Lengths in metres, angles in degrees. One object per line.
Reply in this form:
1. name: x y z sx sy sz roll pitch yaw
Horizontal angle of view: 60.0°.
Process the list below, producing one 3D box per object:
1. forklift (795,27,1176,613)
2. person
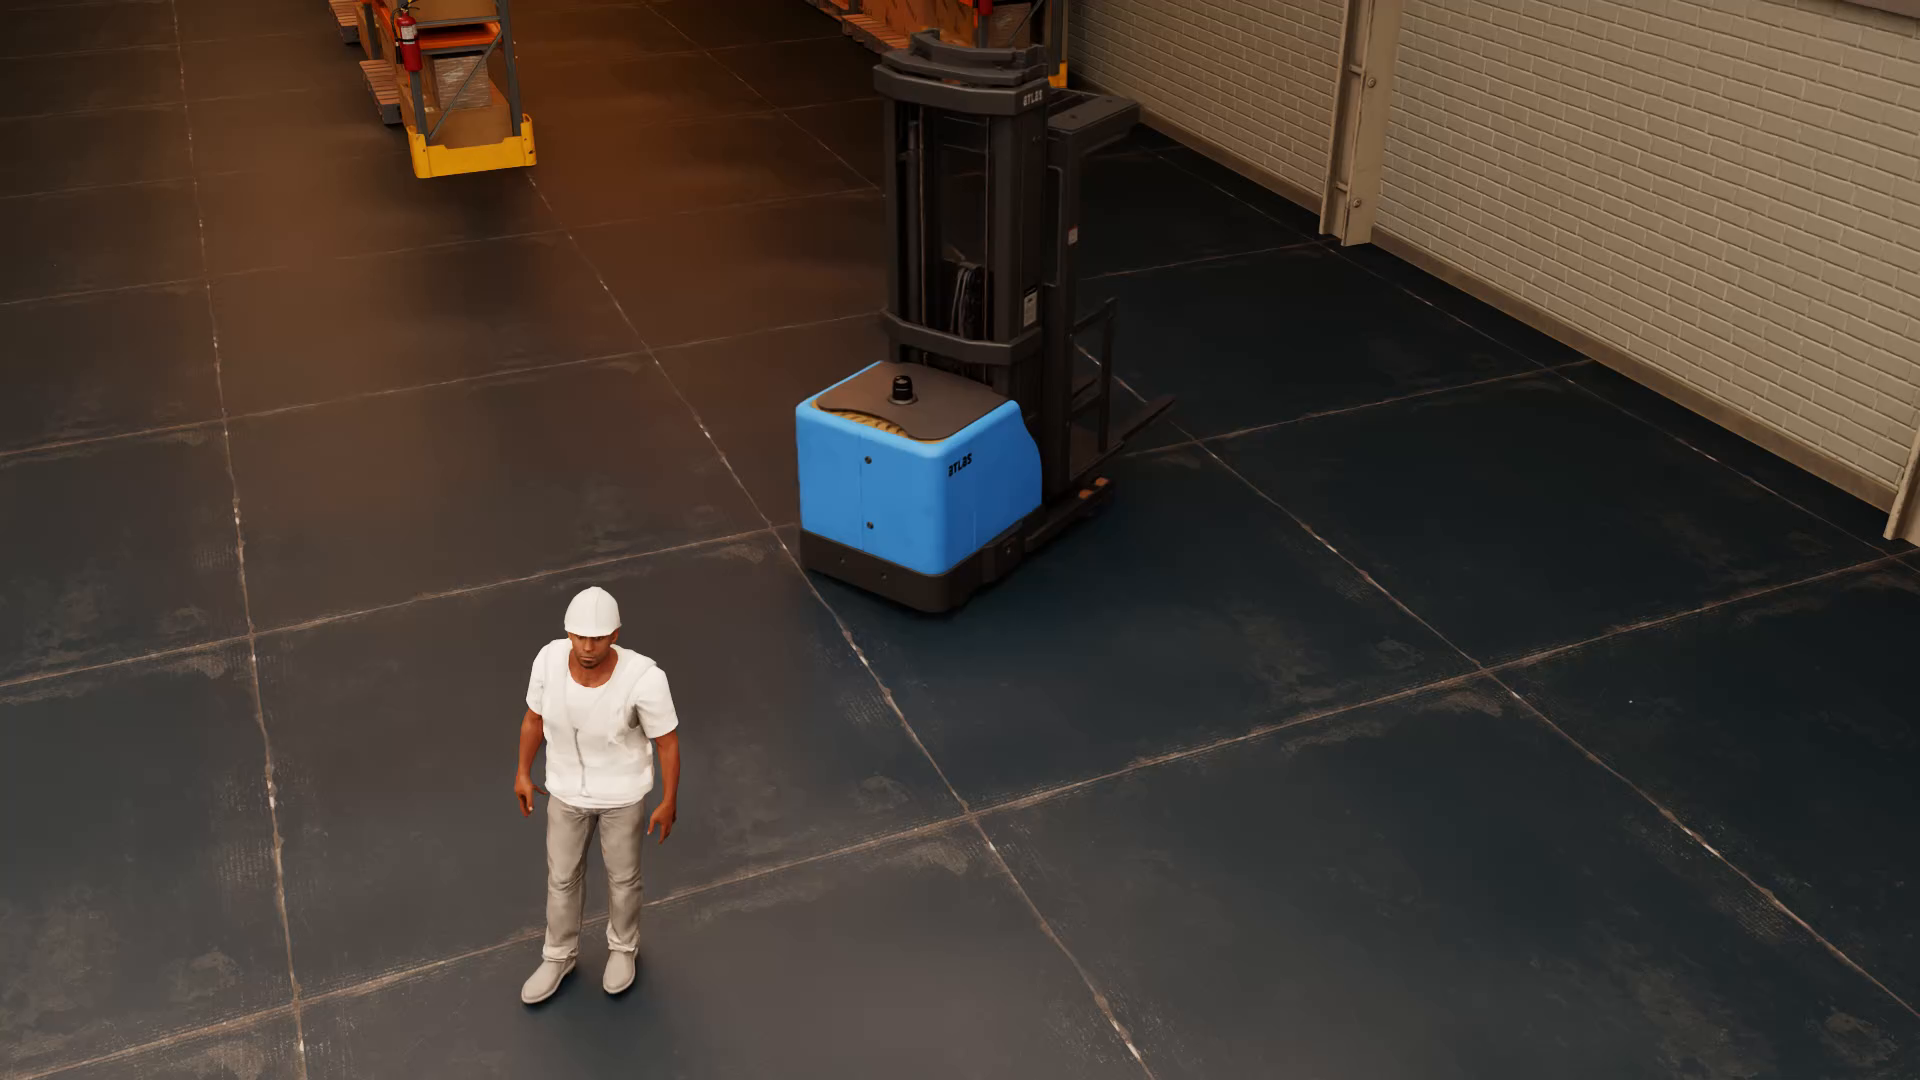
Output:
1. forklift: 0.327 -1.546 9.823 1.130 2.935 3.031 19 35 30
2. person: -1.425 0.951 6.556 0.666 1.706 0.420 5 30 9
